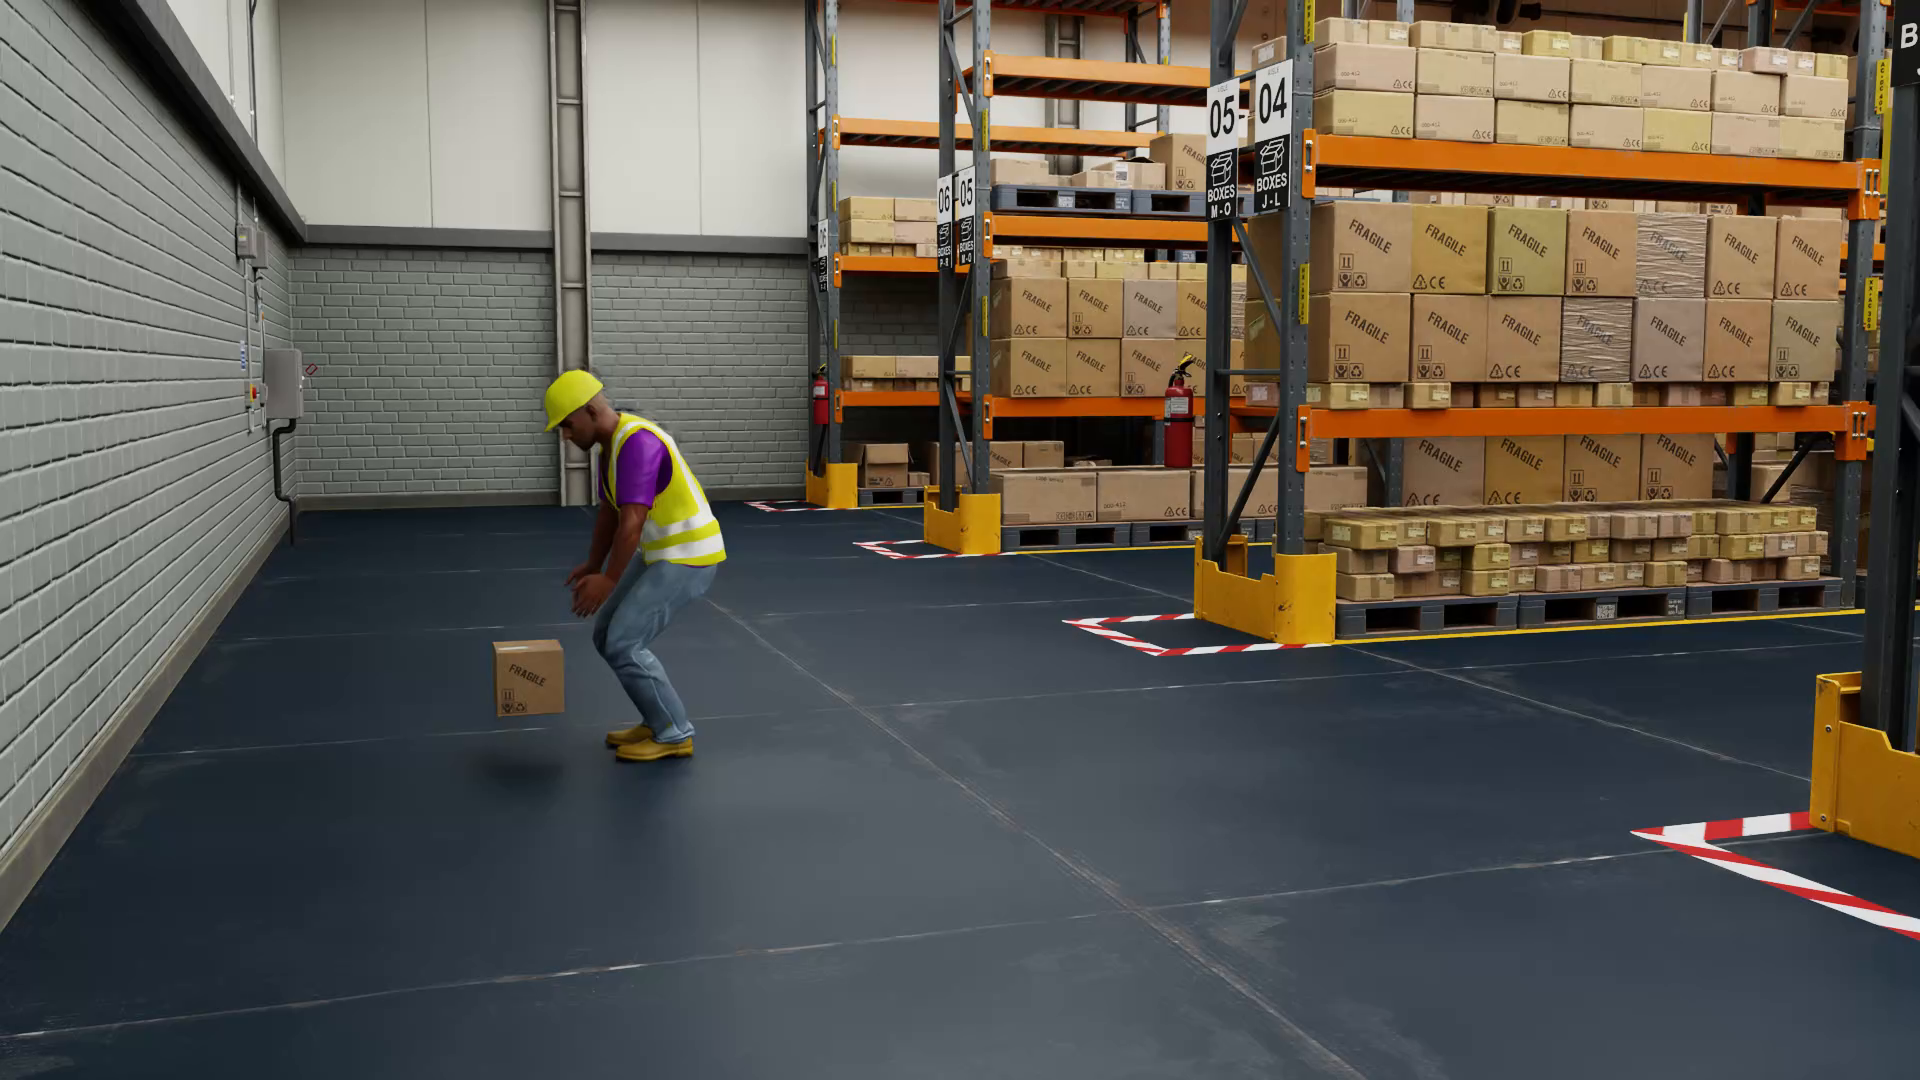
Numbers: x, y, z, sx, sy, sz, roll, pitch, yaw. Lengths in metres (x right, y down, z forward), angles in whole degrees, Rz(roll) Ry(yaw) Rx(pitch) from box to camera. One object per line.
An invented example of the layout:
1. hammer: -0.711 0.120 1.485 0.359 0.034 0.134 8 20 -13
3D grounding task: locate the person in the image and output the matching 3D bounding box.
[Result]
1. person: -1.269 0.094 6.531 0.687 1.517 0.627 -2 6 -18
